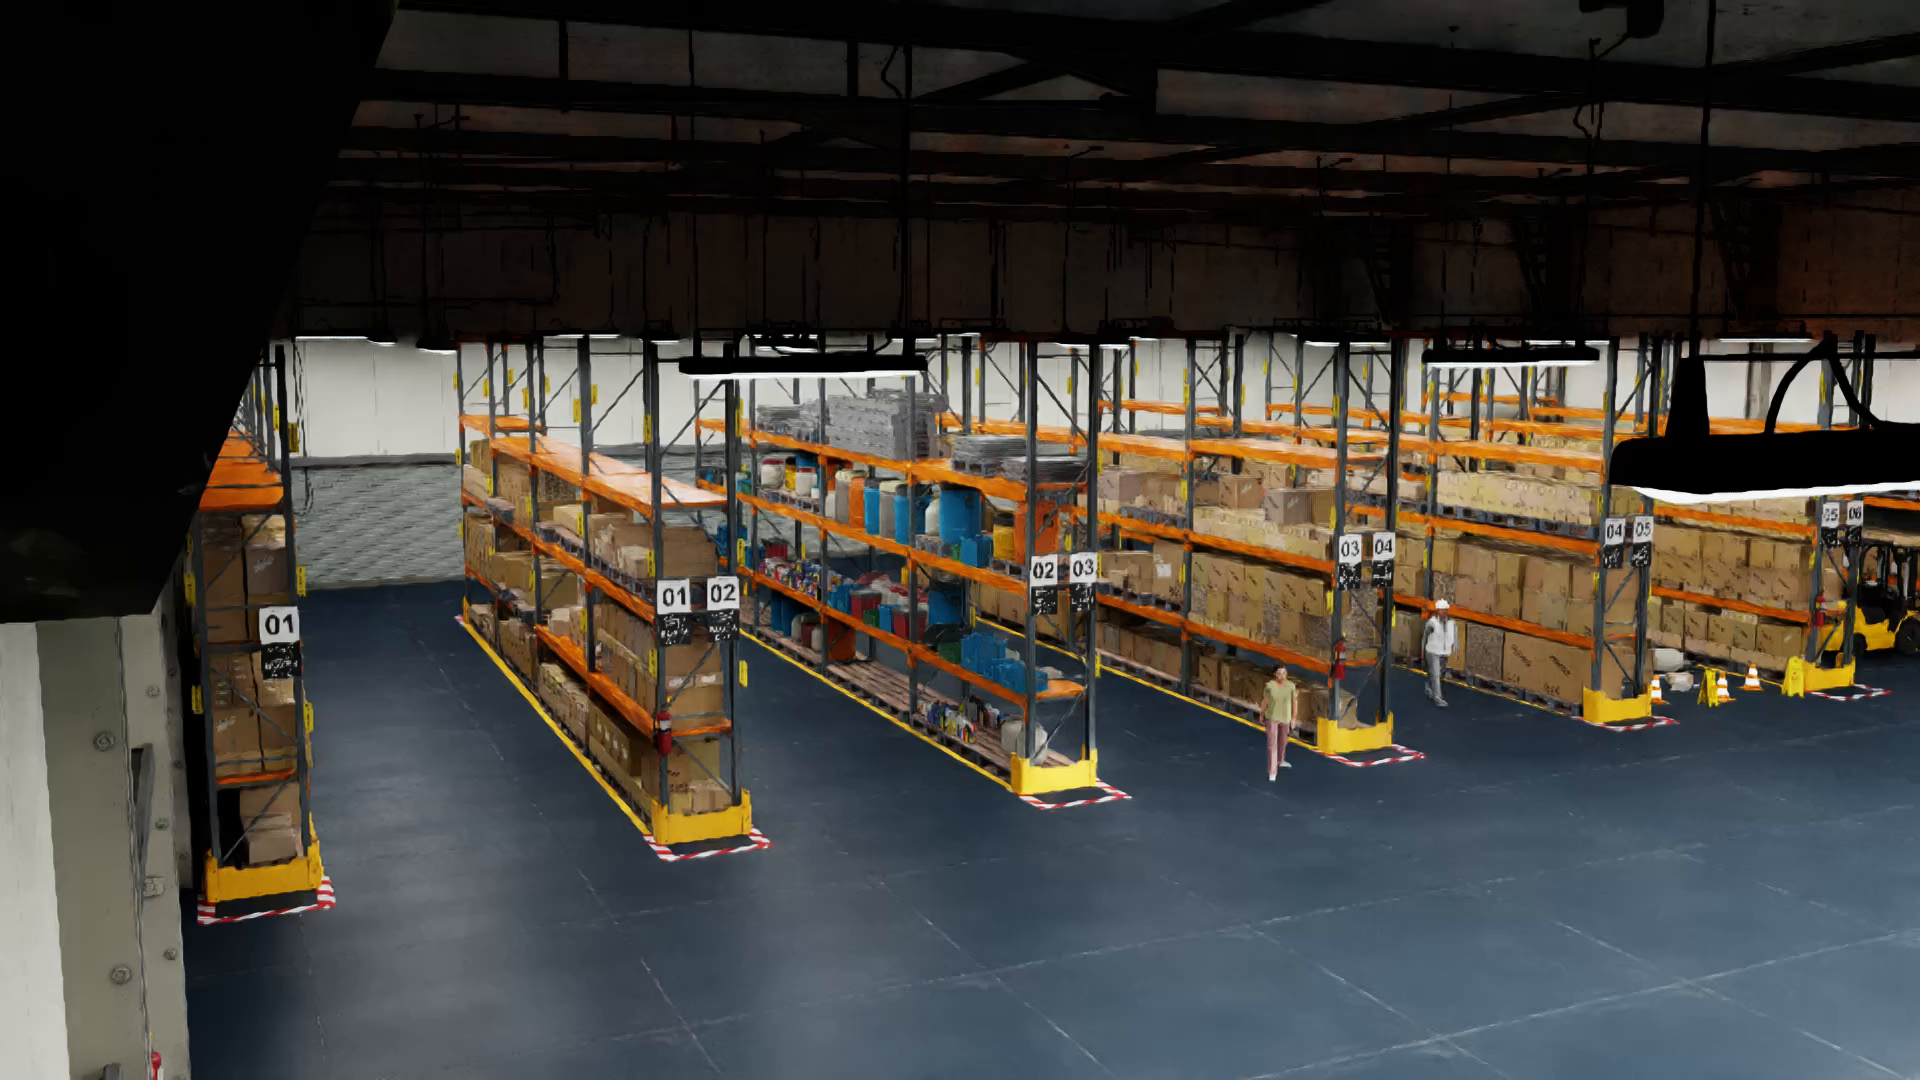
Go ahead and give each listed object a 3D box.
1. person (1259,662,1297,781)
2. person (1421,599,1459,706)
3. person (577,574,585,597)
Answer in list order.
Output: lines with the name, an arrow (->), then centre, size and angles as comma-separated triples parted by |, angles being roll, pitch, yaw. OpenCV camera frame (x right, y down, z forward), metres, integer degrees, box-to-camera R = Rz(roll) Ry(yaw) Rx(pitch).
person -> 4.395, 2.425, 22.905 | 0.487, 1.551, 0.958 | 0, 8, -2
person -> 7.858, 1.790, 27.167 | 0.540, 1.662, 1.021 | -2, 8, -16
person -> -7.311, 1.137, 32.563 | 0.449, 1.585, 1.097 | -4, 9, -26
